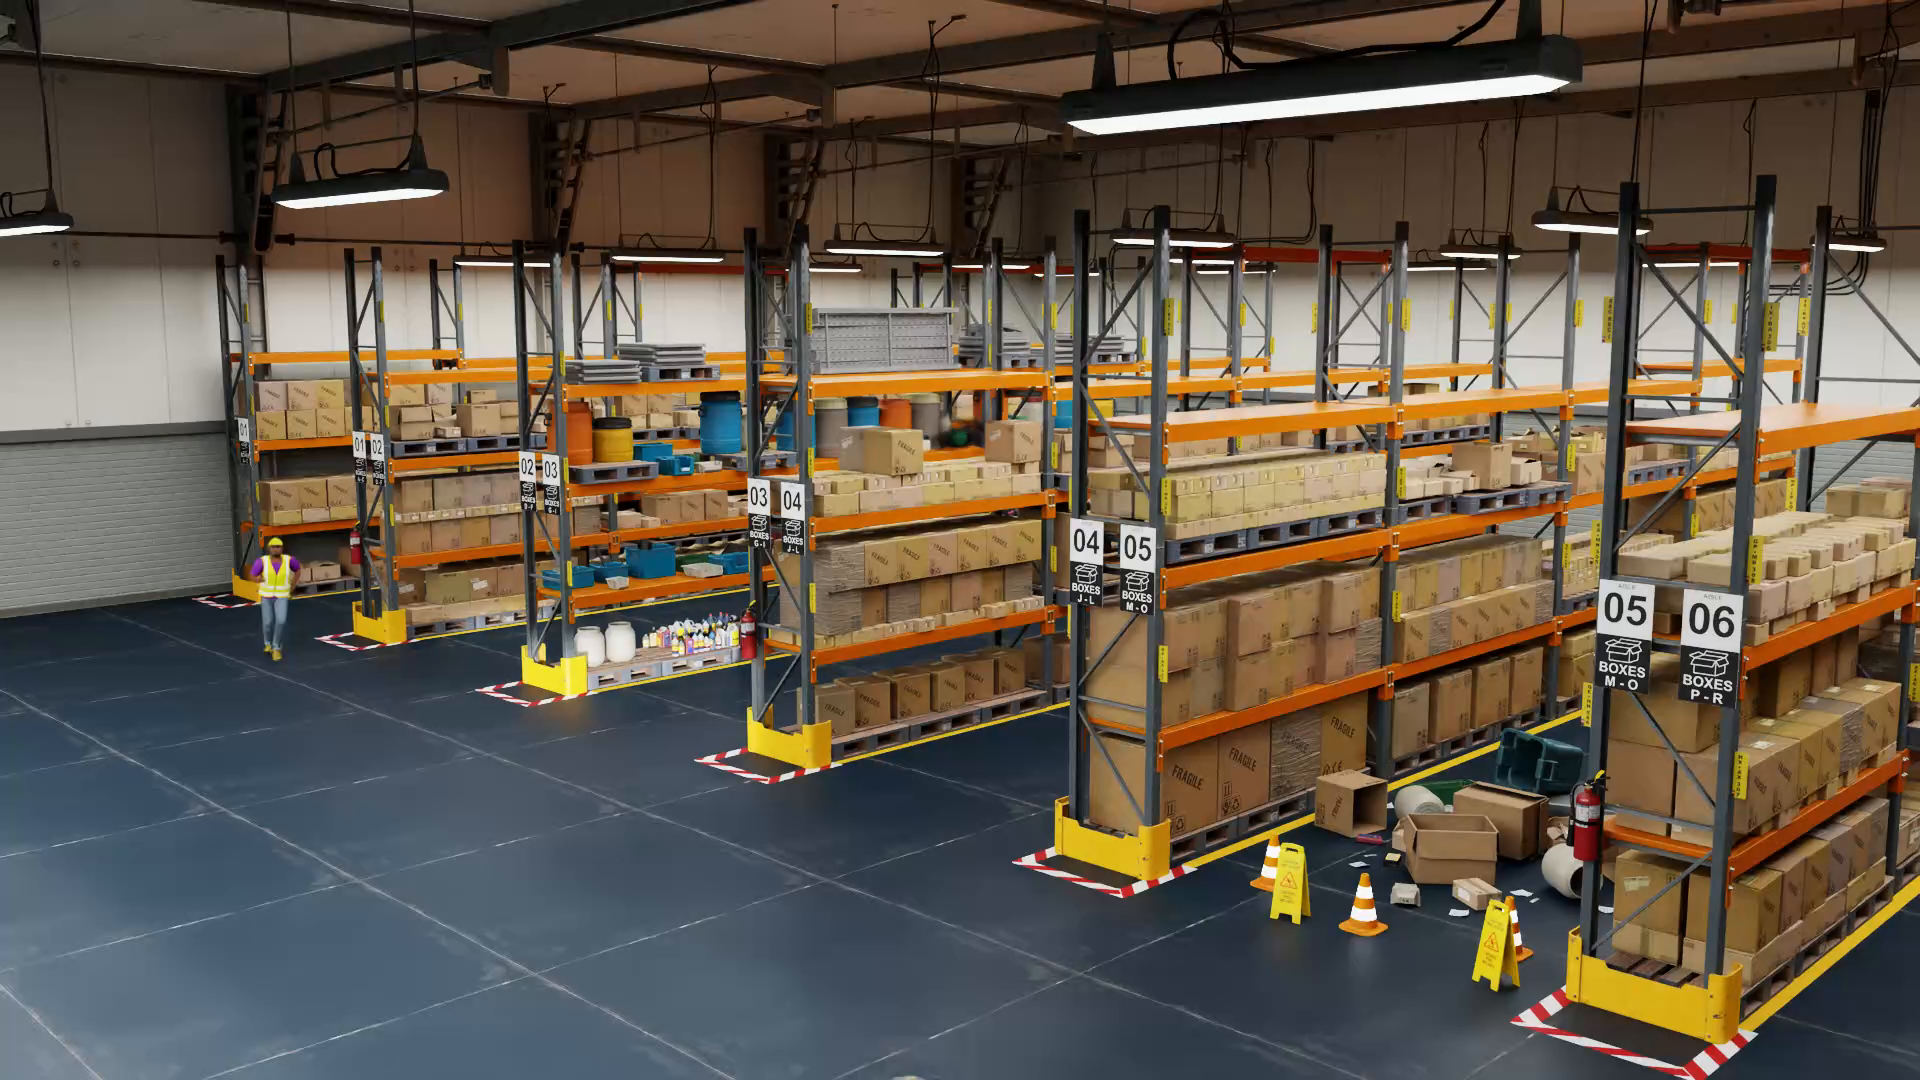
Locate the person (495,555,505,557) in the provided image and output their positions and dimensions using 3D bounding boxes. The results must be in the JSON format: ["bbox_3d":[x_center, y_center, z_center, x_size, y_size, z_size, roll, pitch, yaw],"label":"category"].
[{"bbox_3d":[-7.983,0.297,29.009,0.546,1.567,0.657,7,10,39],"label":"person"}]

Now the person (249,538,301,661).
[{"bbox_3d":[-10.012,0.866,24.354,0.696,1.824,0.743,-3,9,-20],"label":"person"}]
